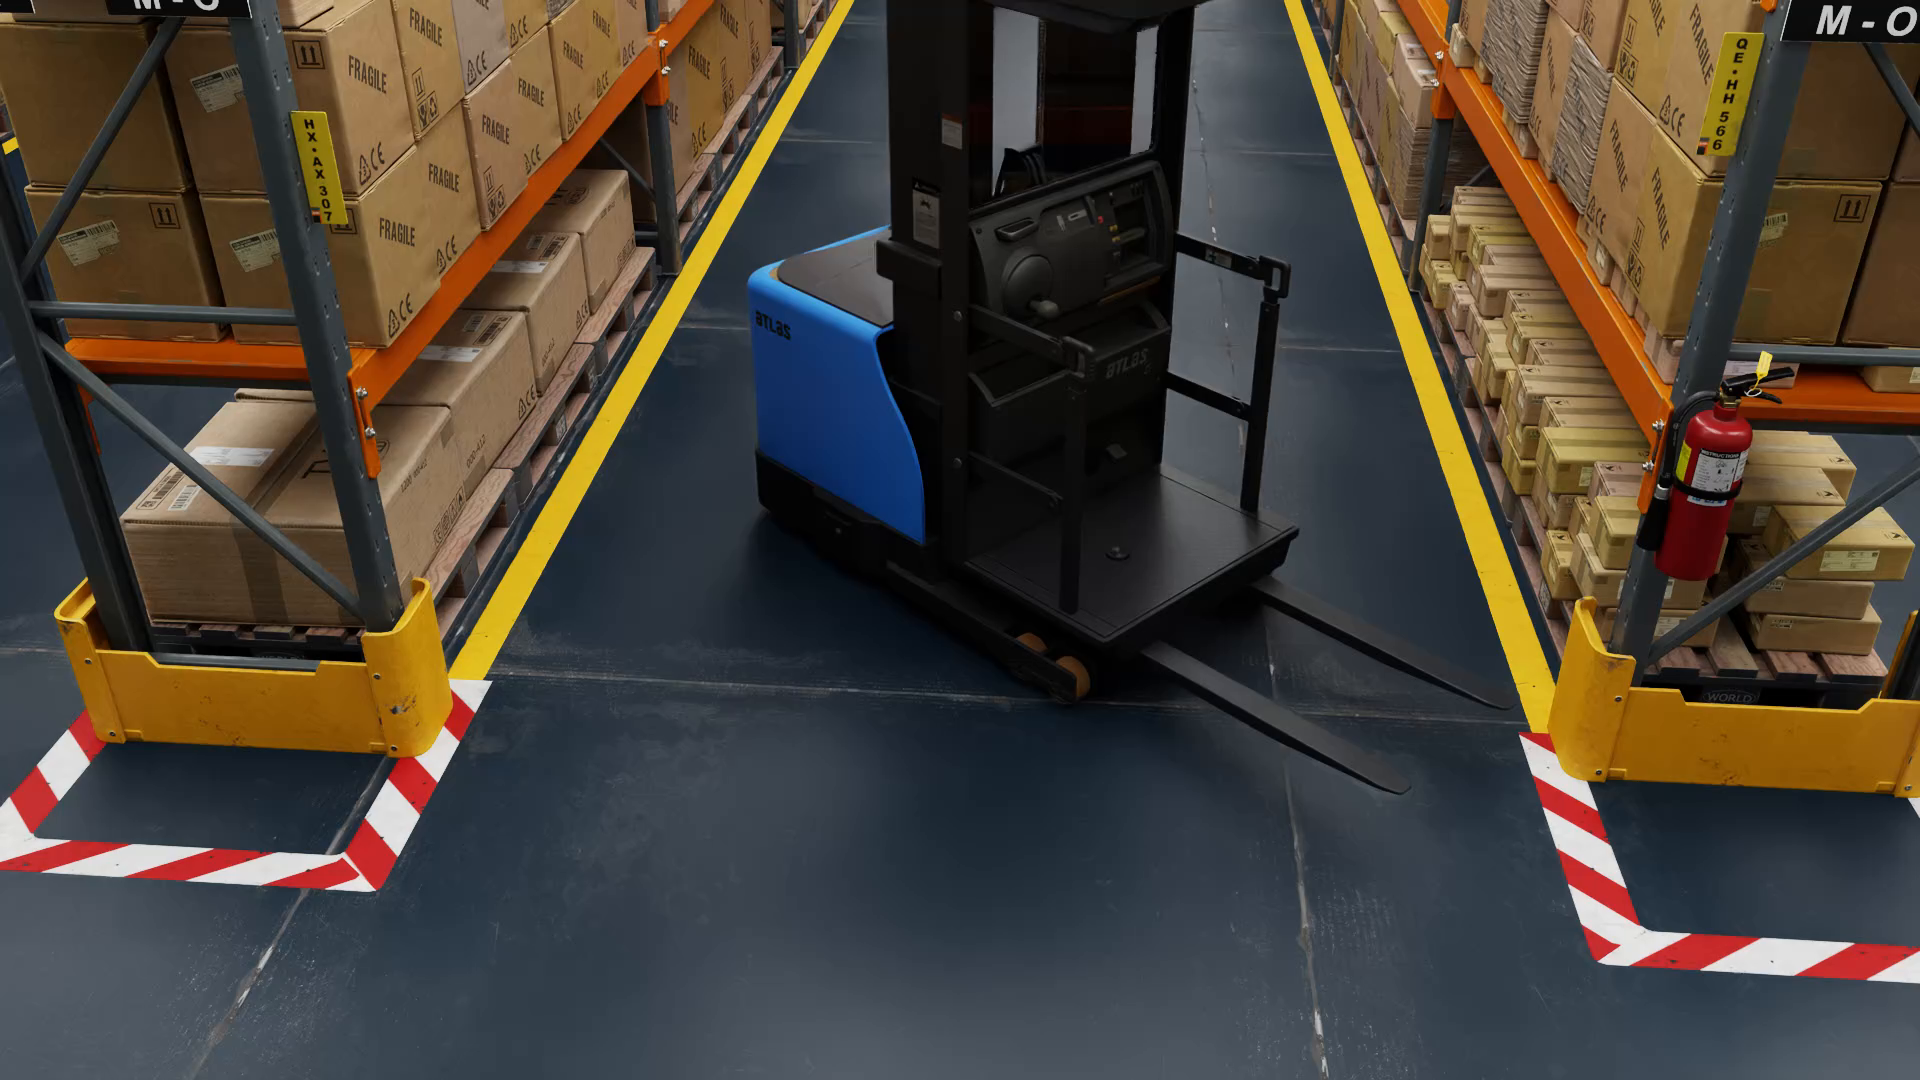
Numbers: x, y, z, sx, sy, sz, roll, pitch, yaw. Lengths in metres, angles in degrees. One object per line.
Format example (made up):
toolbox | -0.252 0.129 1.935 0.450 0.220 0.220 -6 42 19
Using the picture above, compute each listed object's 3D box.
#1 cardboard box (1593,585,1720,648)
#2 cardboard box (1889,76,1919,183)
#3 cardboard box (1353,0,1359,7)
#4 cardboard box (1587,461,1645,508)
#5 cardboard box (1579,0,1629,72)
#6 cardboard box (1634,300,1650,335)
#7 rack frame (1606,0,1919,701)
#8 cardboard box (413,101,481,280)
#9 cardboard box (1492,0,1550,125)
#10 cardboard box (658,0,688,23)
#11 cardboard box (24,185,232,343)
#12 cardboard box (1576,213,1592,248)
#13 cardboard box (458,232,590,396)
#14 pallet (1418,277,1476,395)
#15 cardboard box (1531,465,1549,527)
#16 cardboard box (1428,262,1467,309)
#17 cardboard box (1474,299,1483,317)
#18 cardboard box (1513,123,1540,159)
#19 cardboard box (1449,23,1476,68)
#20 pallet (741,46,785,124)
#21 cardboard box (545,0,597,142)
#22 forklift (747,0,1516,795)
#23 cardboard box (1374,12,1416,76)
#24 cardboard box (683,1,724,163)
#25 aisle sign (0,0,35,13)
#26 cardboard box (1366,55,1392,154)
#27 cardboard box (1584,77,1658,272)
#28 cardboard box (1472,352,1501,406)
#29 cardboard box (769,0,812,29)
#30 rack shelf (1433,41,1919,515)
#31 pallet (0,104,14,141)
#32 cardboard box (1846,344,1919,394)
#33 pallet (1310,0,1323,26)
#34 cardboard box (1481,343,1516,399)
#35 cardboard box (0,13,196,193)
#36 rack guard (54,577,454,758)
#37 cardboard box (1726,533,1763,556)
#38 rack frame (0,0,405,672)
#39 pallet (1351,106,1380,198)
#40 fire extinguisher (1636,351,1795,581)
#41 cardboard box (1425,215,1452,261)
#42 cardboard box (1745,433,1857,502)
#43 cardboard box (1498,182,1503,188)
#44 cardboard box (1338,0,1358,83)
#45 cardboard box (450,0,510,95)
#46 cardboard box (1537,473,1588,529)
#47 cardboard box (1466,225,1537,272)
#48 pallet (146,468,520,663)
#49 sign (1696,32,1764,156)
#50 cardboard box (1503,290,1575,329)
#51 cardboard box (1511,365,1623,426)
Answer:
cardboard box | 2.419 0.238 5.822 0.380 0.149 0.250 3 32 5
cardboard box | 2.885 -1.331 4.719 0.500 0.500 0.500 2 32 4
cardboard box | 2.938 -3.780 11.291 0.500 0.250 0.500 1 32 2
cardboard box | 2.452 -0.148 5.881 0.380 0.149 0.250 3 32 5
cardboard box | 2.448 -1.895 5.634 0.500 0.500 0.500 4 32 6
cardboard box | 2.386 -0.717 5.293 0.380 0.149 0.250 2 32 4
rack frame | 2.584 -0.513 4.723 1.000 3.000 0.127 2 32 4
cardboard box | -2.020 -1.218 5.773 0.500 0.500 0.500 2 32 3
cardboard box | 2.508 -2.004 6.765 0.500 0.500 0.500 2 32 3
cardboard box | -1.734 -2.918 8.769 0.500 0.250 0.500 2 32 3
cardboard box | -2.583 -0.977 5.382 0.500 0.500 0.500 3 32 4
cardboard box | 2.440 -1.119 5.947 0.380 0.149 0.250 1 32 2
cardboard box | -2.263 -1.059 7.651 0.875 0.438 0.875 2 32 3
pallet | 2.890 -1.065 8.276 1.003 0.211 1.213 2 32 4
cardboard box | 2.453 -0.165 6.476 0.380 0.149 0.250 3 32 4
cardboard box | 2.538 -1.254 8.242 0.380 0.149 0.250 3 32 5
cardboard box | 2.621 -1.114 7.732 0.380 0.149 0.250 1 32 1
cardboard box | 2.501 -1.673 6.844 0.380 0.149 0.250 4 32 6
cardboard box | 2.560 -2.363 7.965 0.380 0.149 0.250 4 32 6
pallet | -1.846 -3.258 11.836 1.003 0.211 1.213 2 32 4
cardboard box | -1.878 -2.019 7.072 0.500 0.500 0.500 2 32 3
forklift | 0.544 -0.979 5.545 1.130 2.935 3.031 -27 40 -36
cardboard box | 2.802 -2.984 10.000 0.500 0.250 0.500 1 32 2
cardboard box | -1.996 -2.837 10.120 0.875 0.875 0.875 3 32 5
aisle sign | -2.673 -1.754 4.259 0.394 0.787 0.004 2 32 4
cardboard box | 2.807 -2.653 10.178 0.500 0.500 0.500 2 32 3
cardboard box | 2.411 -1.197 5.454 0.500 0.500 0.500 2 32 3
cardboard box | 2.494 -0.713 7.364 0.380 0.149 0.250 2 32 3
cardboard box | -1.651 -4.210 12.826 0.950 0.372 0.625 0 32 1
rack shelf | 2.746 -1.252 6.609 1.077 0.370 4.000 2 32 4
pallet | -6.855 -2.852 11.177 1.003 0.211 1.213 2 32 4
cardboard box | 2.937 -0.561 5.041 0.380 0.149 0.250 2 32 4
pallet | 3.476 -4.554 13.939 1.003 0.211 1.213 2 32 4
cardboard box | 2.446 -0.714 7.083 0.380 0.149 0.250 3 32 4
cardboard box | -2.556 -1.402 5.117 0.500 0.500 0.500 3 32 6
rack guard | -2.360 0.405 5.616 1.175 0.500 0.348 2 32 4
cardboard box | 2.961 -0.008 5.938 0.380 0.149 0.250 2 32 4
rack frame | -2.358 -0.671 4.980 1.000 3.000 0.127 2 32 4
pallet | 3.068 -2.464 10.547 1.003 0.211 1.213 2 32 4
fire extinguisher | 2.103 -0.209 4.659 0.296 0.674 0.183 2 32 4
cardboard box | 2.561 -1.520 8.391 0.380 0.149 0.250 4 32 6
cardboard box | 3.016 -0.266 6.073 0.380 0.149 0.250 2 32 4
cardboard box | 3.234 -2.094 9.271 0.500 0.500 0.500 4 32 6
cardboard box | 2.923 -3.452 11.474 0.500 0.500 0.500 1 32 2
cardboard box | -1.966 -1.918 5.955 0.500 0.500 0.500 2 32 4
cardboard box | 2.383 -0.164 6.191 0.380 0.149 0.250 1 32 2
cardboard box | 2.622 -1.376 7.873 0.380 0.149 0.250 2 32 3
pallet | -2.371 0.094 6.396 1.003 0.211 1.213 2 32 4
sign | 2.032 -1.174 4.392 0.100 0.325 0.005 2 32 4
cardboard box | 2.581 -0.963 7.203 0.380 0.149 0.250 1 32 2
cardboard box | 2.397 -0.564 6.556 0.380 0.149 0.250 4 32 6
